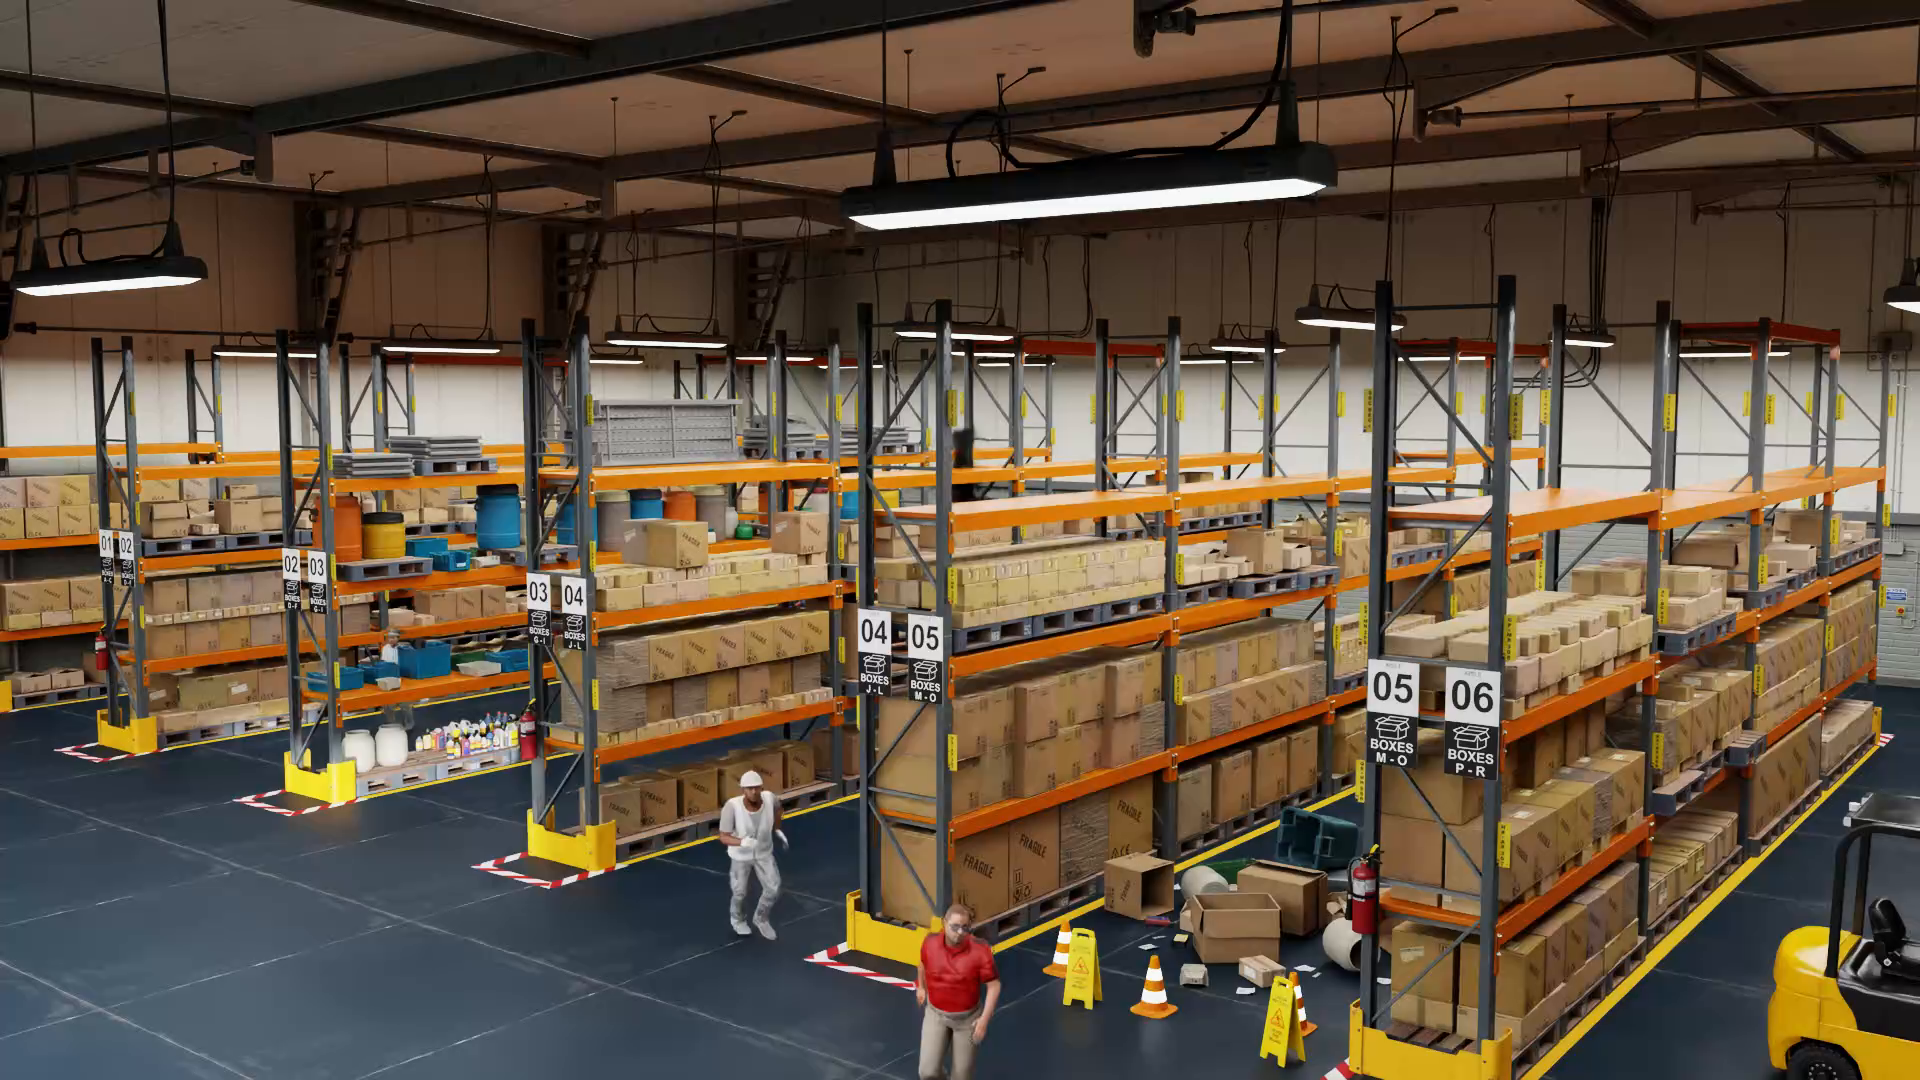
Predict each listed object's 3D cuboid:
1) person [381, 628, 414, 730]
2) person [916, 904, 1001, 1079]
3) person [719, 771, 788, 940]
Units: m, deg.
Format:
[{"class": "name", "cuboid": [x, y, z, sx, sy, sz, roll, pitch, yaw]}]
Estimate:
[{"class": "person", "cuboid": [-8.537, 2.154, 25.197, 0.560, 1.702, 0.784, 1, 5, 6]}, {"class": "person", "cuboid": [-0.043, 3.320, 11.504, 0.677, 1.667, 0.798, 1, 5, 10]}, {"class": "person", "cuboid": [-1.931, 2.958, 15.609, 0.712, 1.670, 0.917, -2, 5, -21]}]
